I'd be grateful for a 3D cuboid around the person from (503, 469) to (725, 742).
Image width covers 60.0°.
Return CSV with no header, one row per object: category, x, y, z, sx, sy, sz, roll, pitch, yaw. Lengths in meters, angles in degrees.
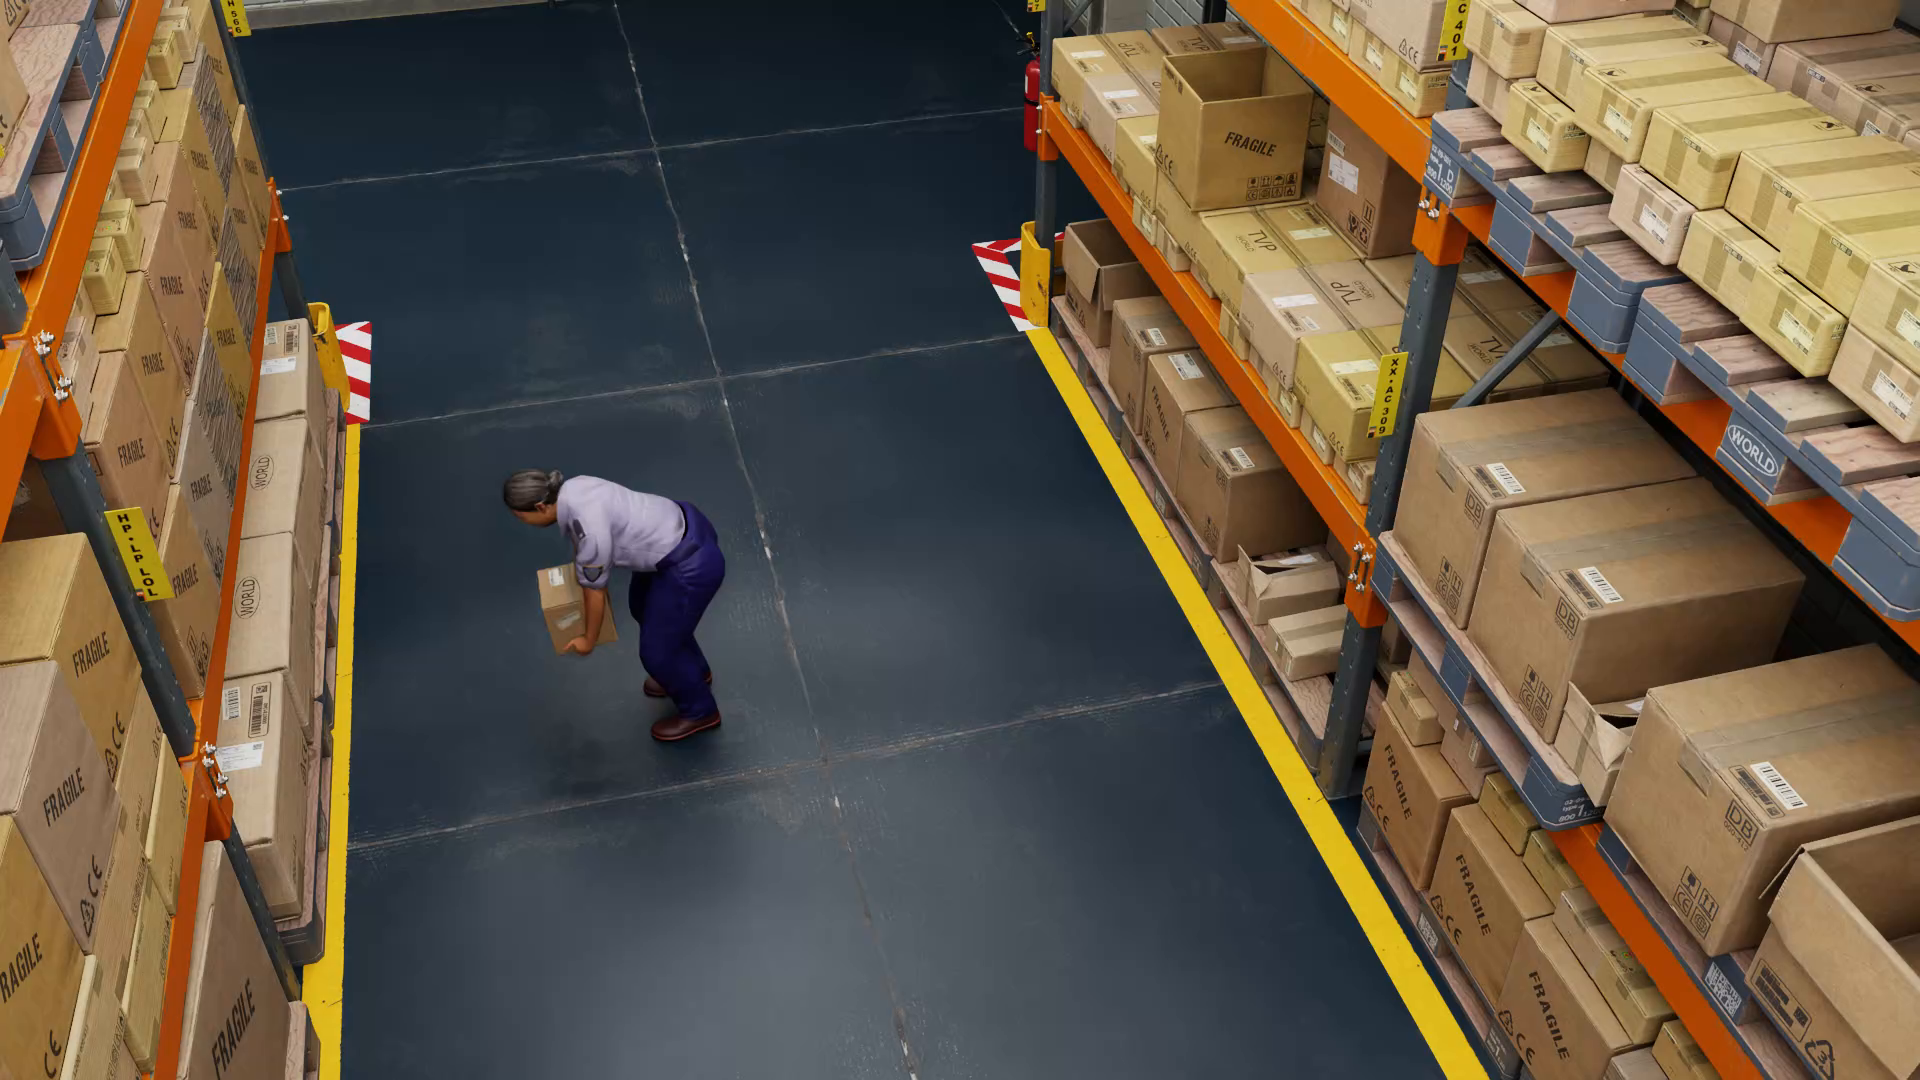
person,-1.341,0.215,6.699,0.793,1.352,0.462,-11,40,-13
